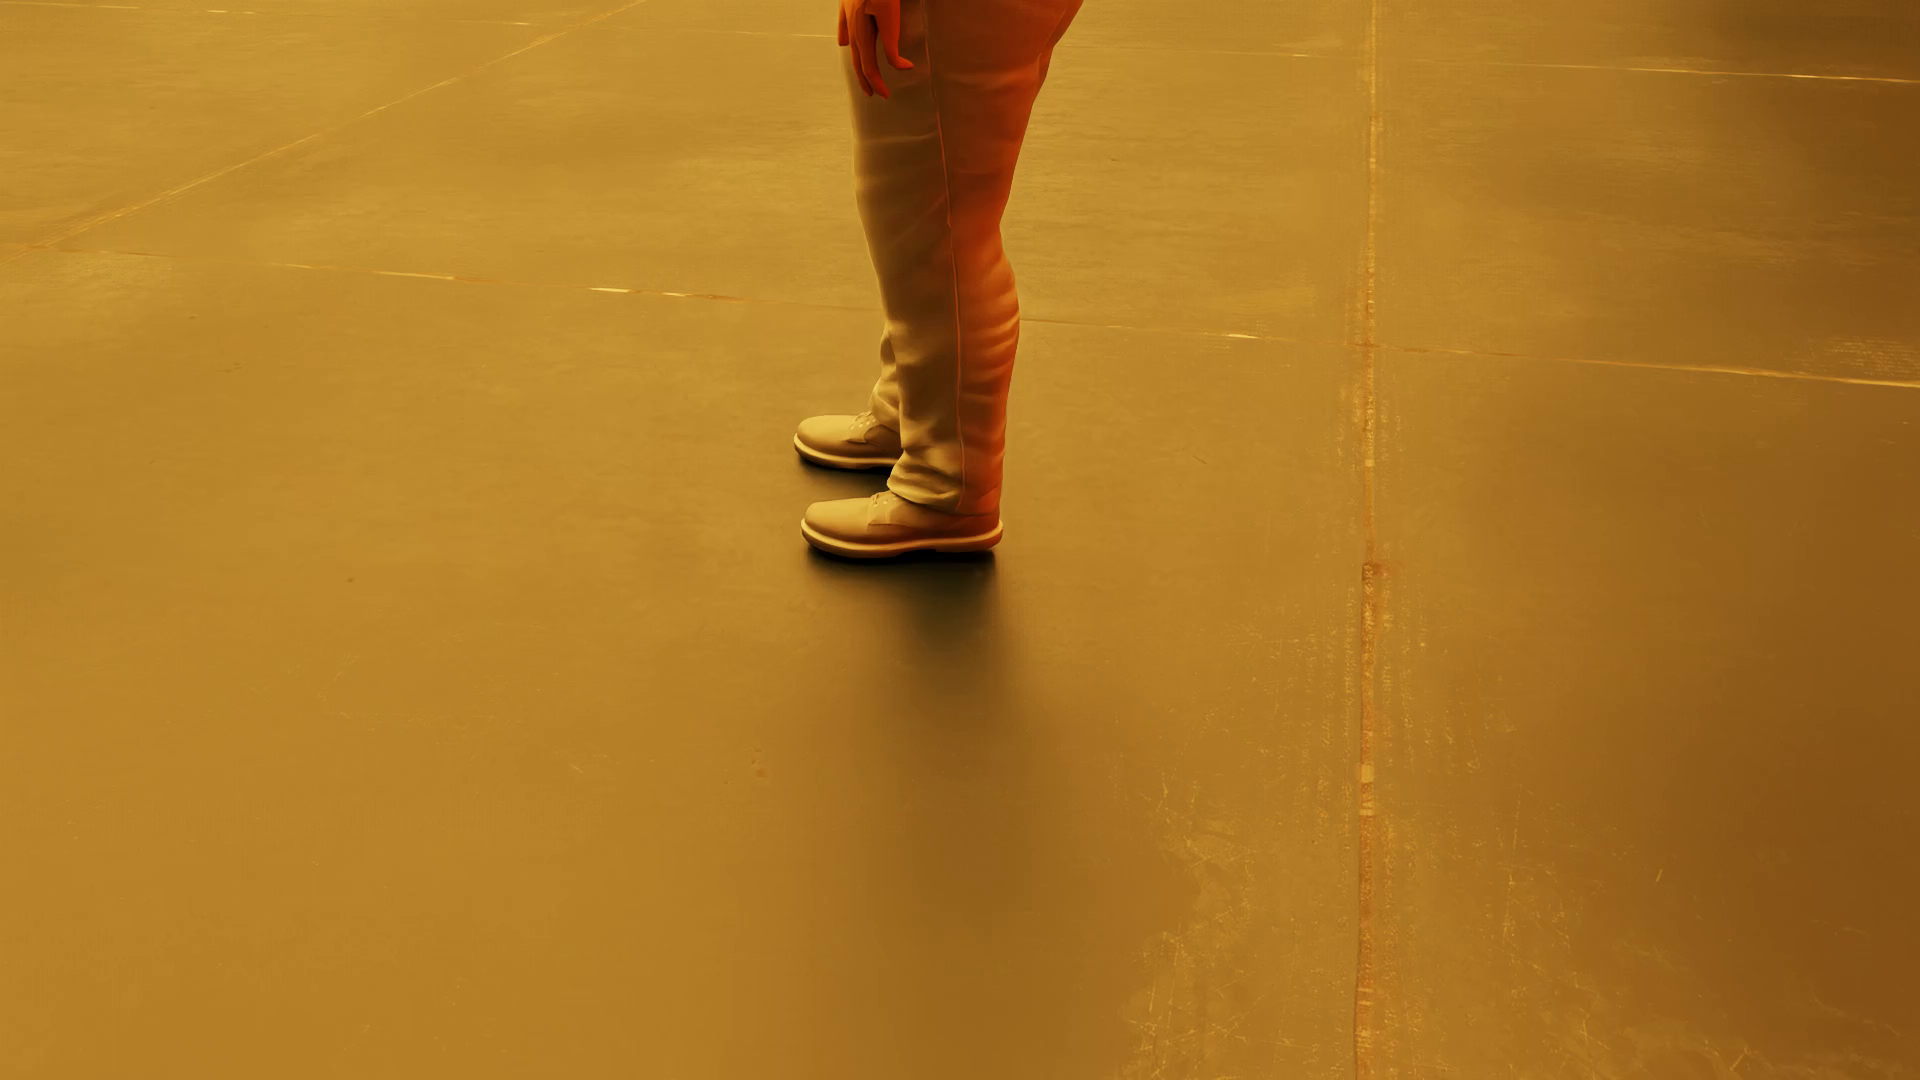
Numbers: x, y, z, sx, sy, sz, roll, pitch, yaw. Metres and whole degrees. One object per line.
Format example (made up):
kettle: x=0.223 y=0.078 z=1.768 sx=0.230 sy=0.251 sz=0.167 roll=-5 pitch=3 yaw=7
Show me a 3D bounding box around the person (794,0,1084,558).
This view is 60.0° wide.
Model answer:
person: x=-0.070 y=-0.768 z=2.157 sx=0.529 sy=1.670 sz=0.598 roll=6 pitch=27 yaw=11
